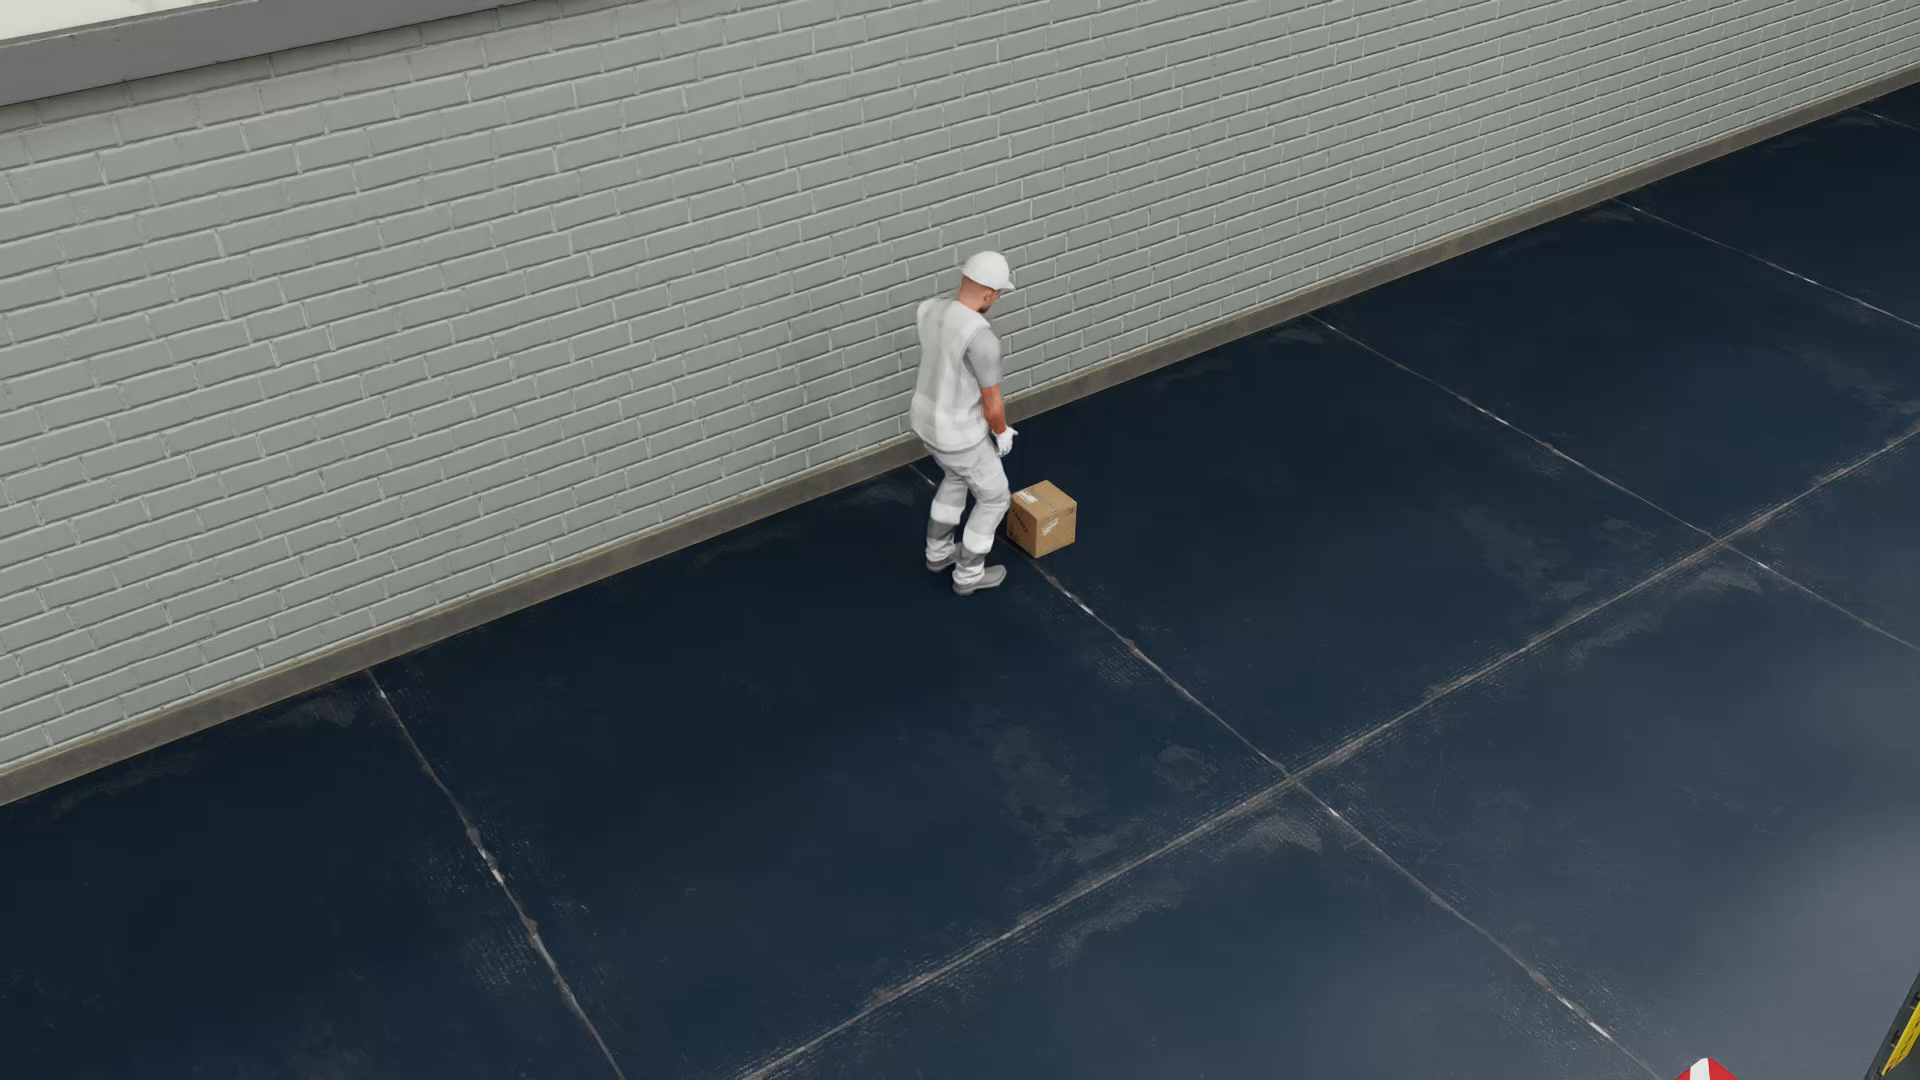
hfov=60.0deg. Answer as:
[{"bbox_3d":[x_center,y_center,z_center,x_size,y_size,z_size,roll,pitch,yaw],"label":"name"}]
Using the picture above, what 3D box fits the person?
[{"bbox_3d":[0.021,-0.551,7.819,0.517,1.698,0.554,-21,41,-27],"label":"person"}]
